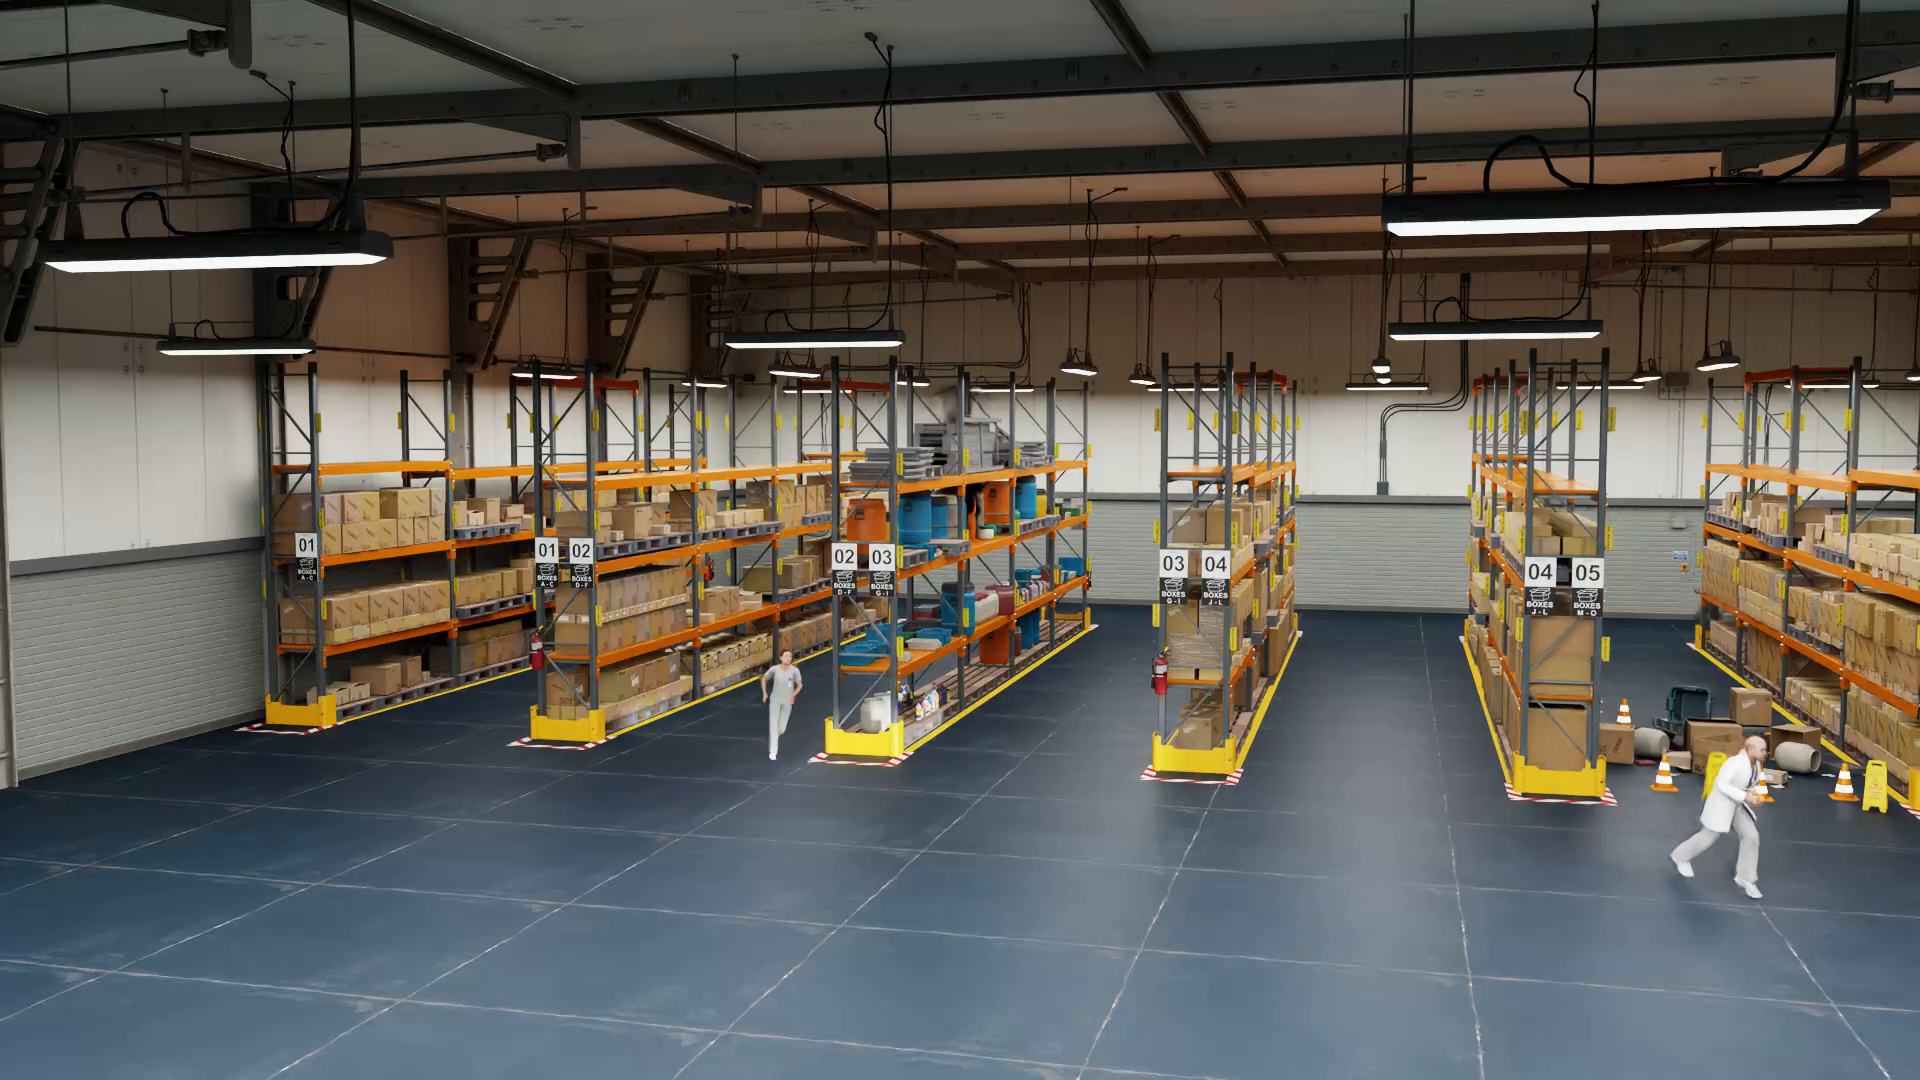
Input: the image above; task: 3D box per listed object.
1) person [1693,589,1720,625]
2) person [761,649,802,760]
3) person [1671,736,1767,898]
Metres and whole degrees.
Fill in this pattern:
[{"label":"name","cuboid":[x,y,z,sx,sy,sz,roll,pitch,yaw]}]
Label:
[{"label":"person","cuboid":[17.199,1.506,38.158,0.734,1.705,0.542,1,4,7]},{"label":"person","cuboid":[-2.683,2.450,25.058,0.610,1.653,0.736,-1,4,-11]},{"label":"person","cuboid":[8.186,2.920,17.927,0.755,1.743,1.063,-3,5,-37]}]
